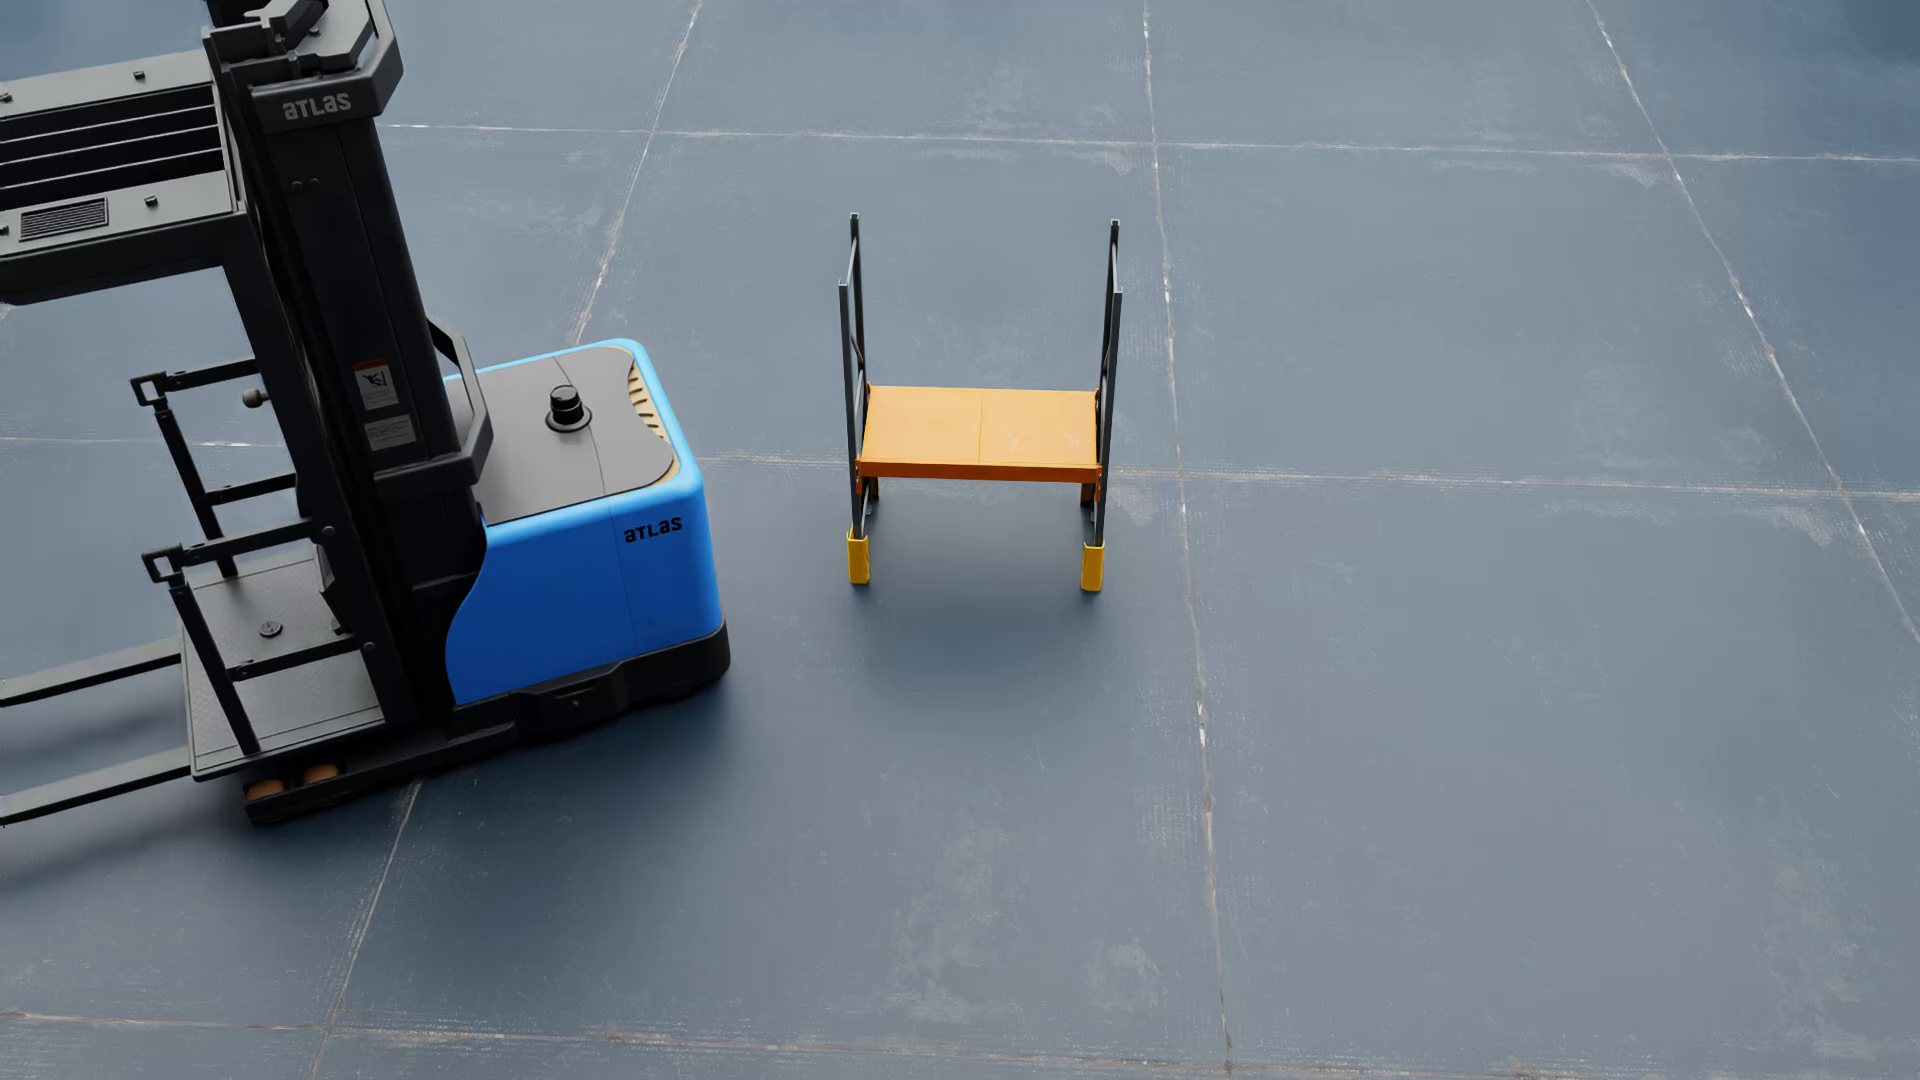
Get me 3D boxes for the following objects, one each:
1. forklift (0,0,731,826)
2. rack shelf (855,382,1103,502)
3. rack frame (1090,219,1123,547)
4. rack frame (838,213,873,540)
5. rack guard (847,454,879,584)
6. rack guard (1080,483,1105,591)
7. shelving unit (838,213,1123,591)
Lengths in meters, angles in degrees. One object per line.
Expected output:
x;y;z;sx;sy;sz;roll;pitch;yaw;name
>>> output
-2.492;-0.431;5.648;3.031;2.935;1.130;-15;45;-16;forklift
0.085;-0.415;6.944;1.000;0.185;0.538;2;43;2;rack shelf
0.593;-0.531;6.805;0.032;1.500;0.500;2;43;2;rack frame
-0.423;-0.562;6.838;0.032;1.500;0.500;2;43;2;rack frame
-0.421;-0.104;7.264;0.087;0.250;0.587;2;43;2;rack guard
0.574;-0.074;7.231;0.087;0.250;0.587;2;43;2;rack guard
0.076;-0.546;6.822;1.083;1.500;0.587;2;43;2;shelving unit
